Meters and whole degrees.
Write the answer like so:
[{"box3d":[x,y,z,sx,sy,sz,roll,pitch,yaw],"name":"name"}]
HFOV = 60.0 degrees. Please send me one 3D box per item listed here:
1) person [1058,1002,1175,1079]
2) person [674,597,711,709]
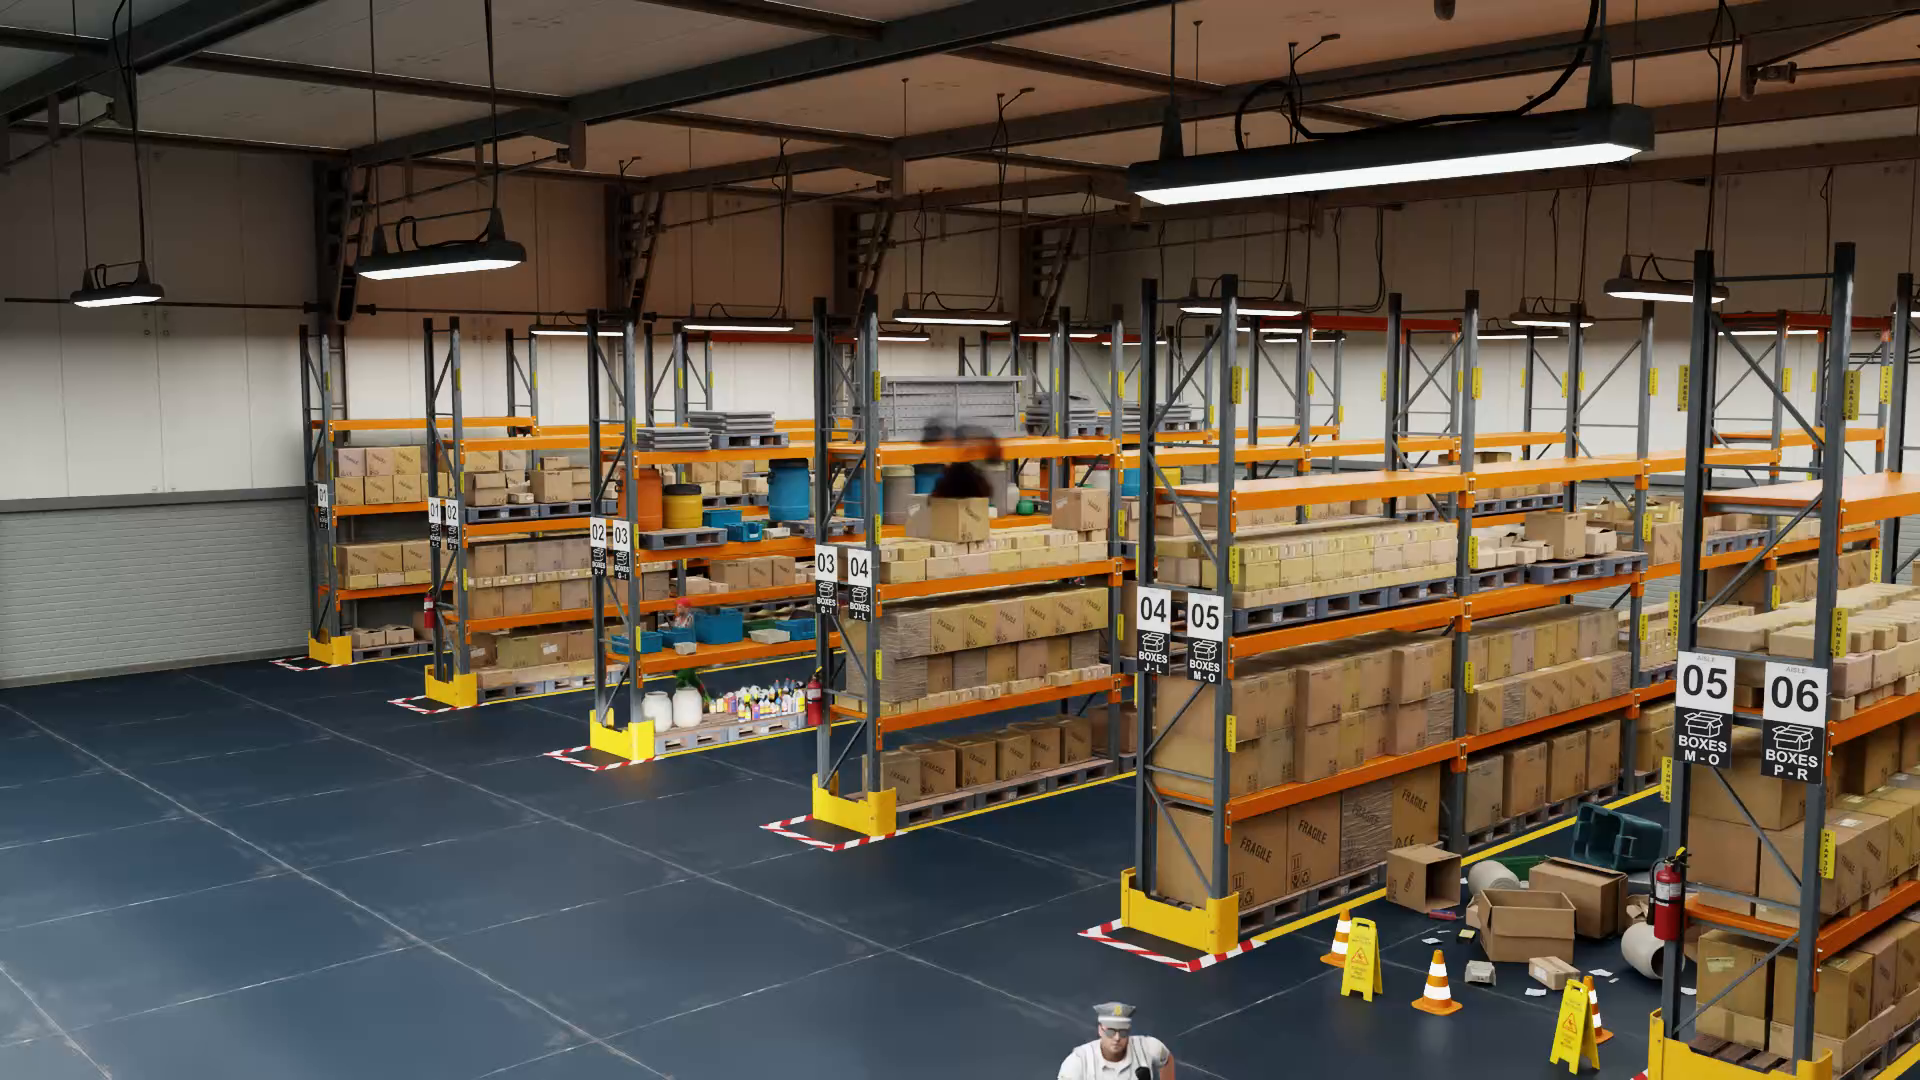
[{"box3d":[0.856,3.376,9.198,0.686,1.832,0.878,0,6,1],"name":"person"},{"box3d":[-4.072,1.758,24.989,0.855,1.833,0.608,-5,8,-40],"name":"person"}]
